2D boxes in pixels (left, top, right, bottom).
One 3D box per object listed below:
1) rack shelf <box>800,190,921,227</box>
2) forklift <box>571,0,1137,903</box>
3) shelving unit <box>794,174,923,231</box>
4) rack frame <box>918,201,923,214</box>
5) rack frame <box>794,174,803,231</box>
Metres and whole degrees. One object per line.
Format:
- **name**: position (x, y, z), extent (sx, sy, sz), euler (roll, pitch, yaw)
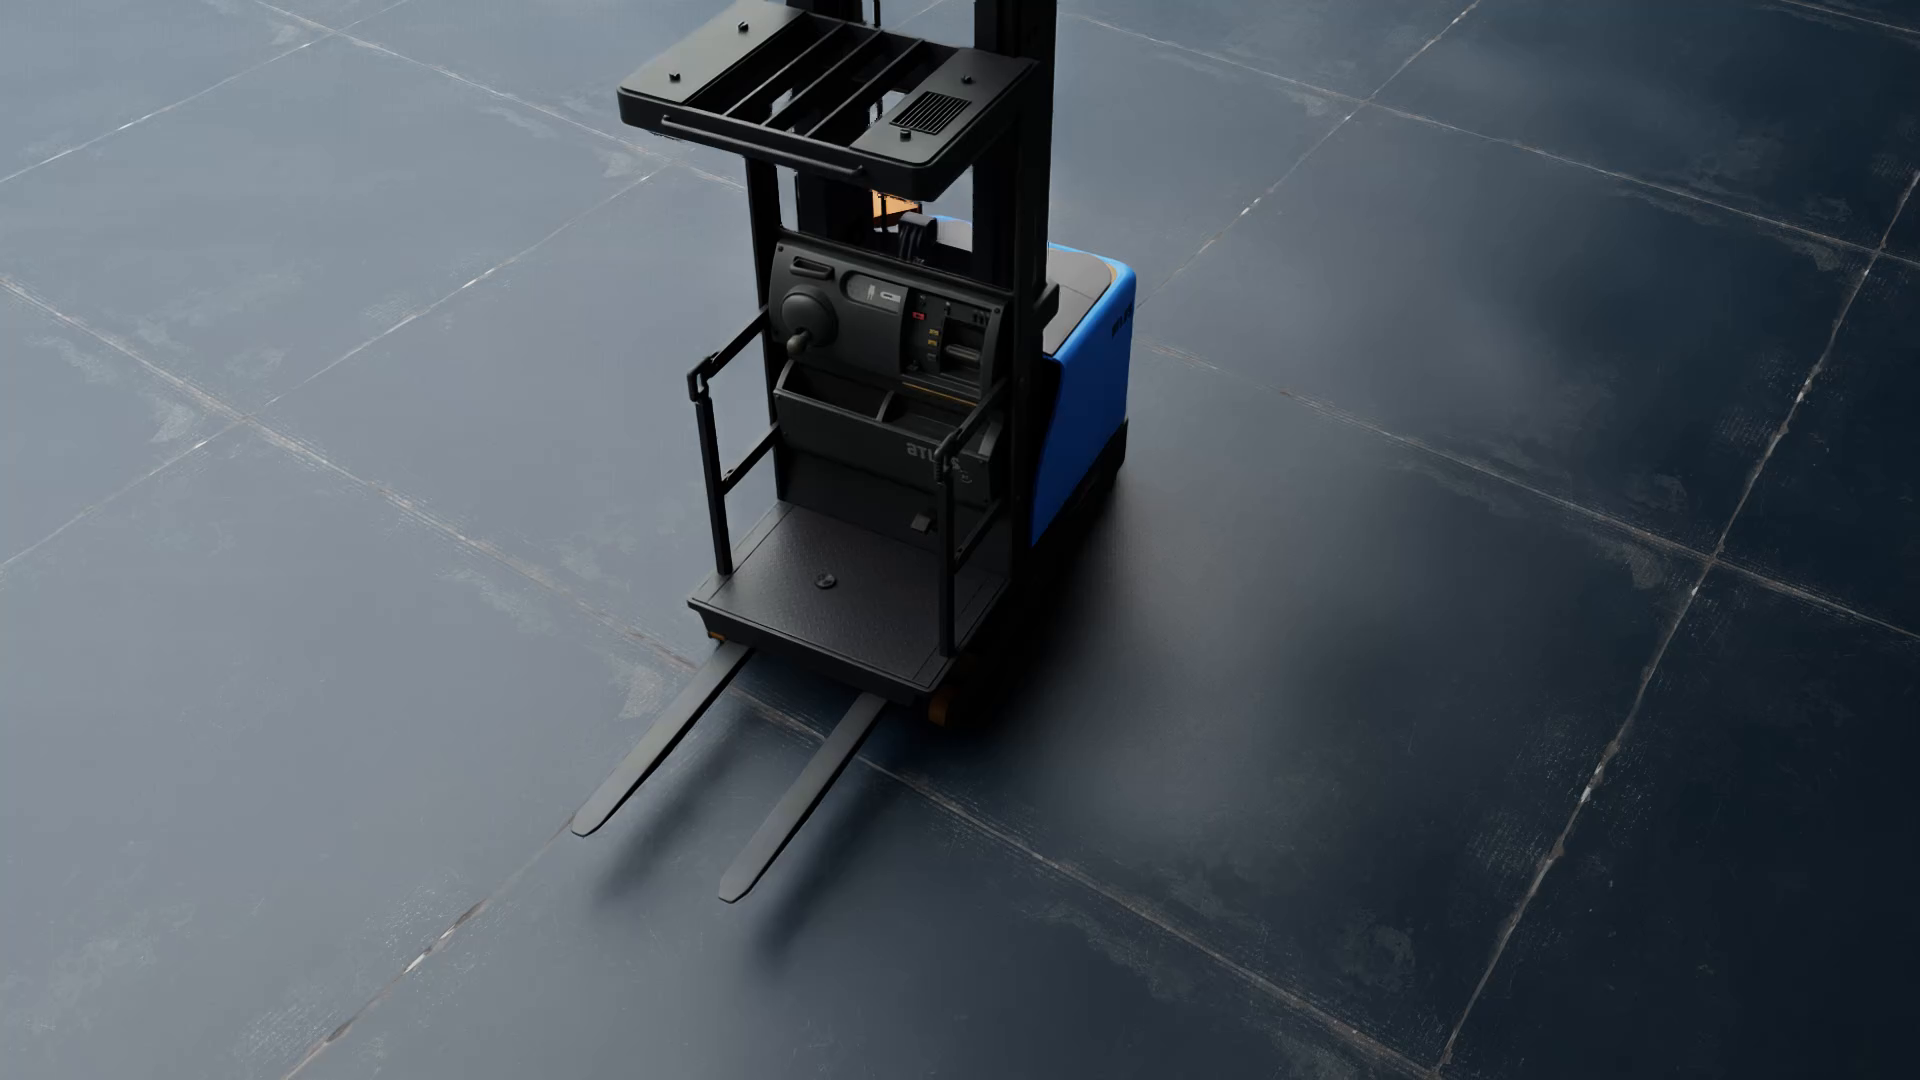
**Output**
- **rack shelf**: position (-0.443, -1.427, 7.355), extent (0.480, 0.148, 0.258), euler (-16, 44, -17)
- **forklift**: position (-0.369, -0.711, 5.847), extent (1.130, 2.935, 3.031), euler (19, 45, 20)
- **shelving unit**: position (-0.443, -1.134, 7.617), extent (0.503, 1.200, 0.258), euler (-16, 44, -17)
- **rack frame**: position (-0.219, -1.199, 7.690), extent (0.015, 1.200, 0.240), euler (-16, 44, -17)
- **rack frame**: position (-0.666, -1.069, 7.544), extent (0.015, 1.200, 0.240), euler (-16, 44, -17)
